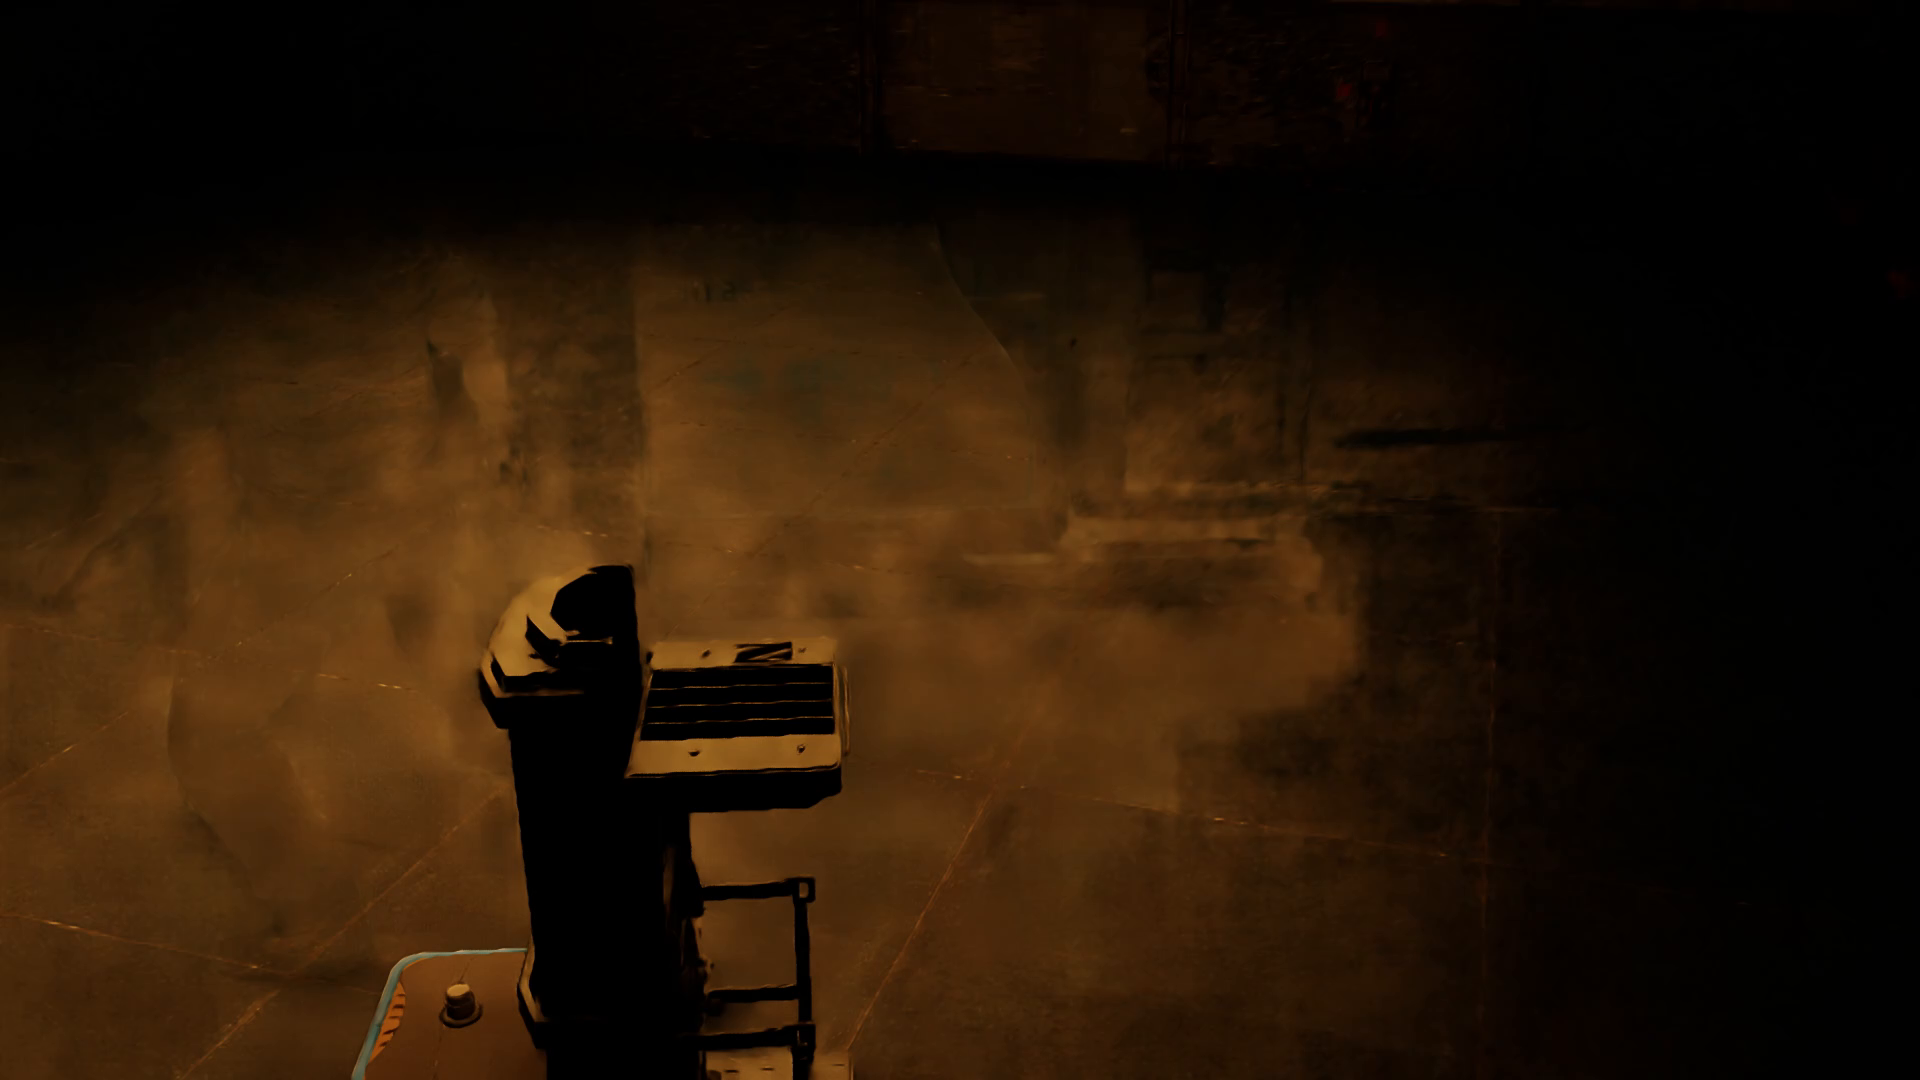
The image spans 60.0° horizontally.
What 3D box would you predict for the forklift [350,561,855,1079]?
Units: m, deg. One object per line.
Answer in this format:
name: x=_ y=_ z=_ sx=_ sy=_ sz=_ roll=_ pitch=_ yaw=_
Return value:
forklift: x=0.606 y=-1.374 z=4.608 sx=3.031 sy=2.935 sz=1.130 roll=-2 pitch=23 yaw=-4
